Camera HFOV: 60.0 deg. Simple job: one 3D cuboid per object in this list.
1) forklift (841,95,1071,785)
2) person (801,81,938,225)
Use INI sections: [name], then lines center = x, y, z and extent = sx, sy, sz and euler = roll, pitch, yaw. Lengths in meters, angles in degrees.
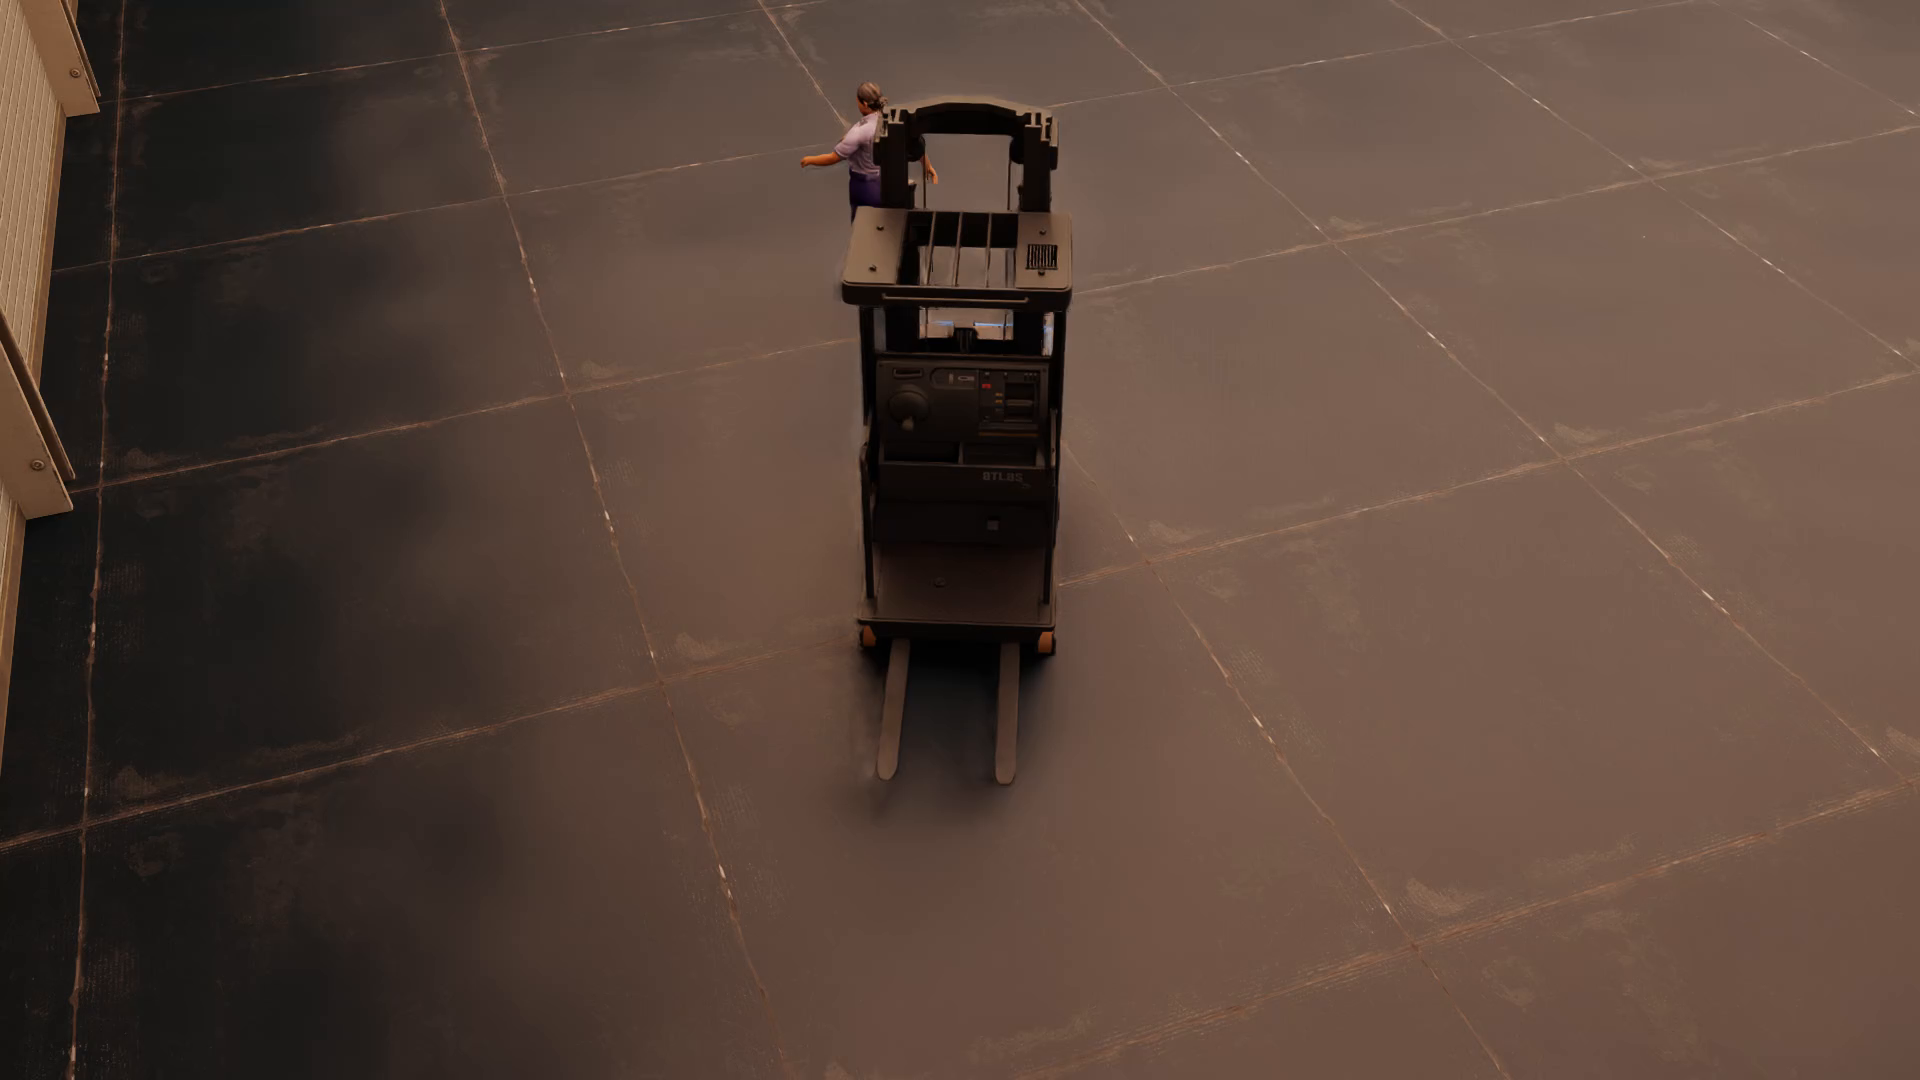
[forklift]
center = 0.002, -0.692, 8.821
extent = 1.130, 2.935, 3.031
euler = 2, 40, 2
[person]
center = -0.637, -2.595, 12.141
extent = 0.926, 1.655, 0.658
euler = -23, 45, -25
